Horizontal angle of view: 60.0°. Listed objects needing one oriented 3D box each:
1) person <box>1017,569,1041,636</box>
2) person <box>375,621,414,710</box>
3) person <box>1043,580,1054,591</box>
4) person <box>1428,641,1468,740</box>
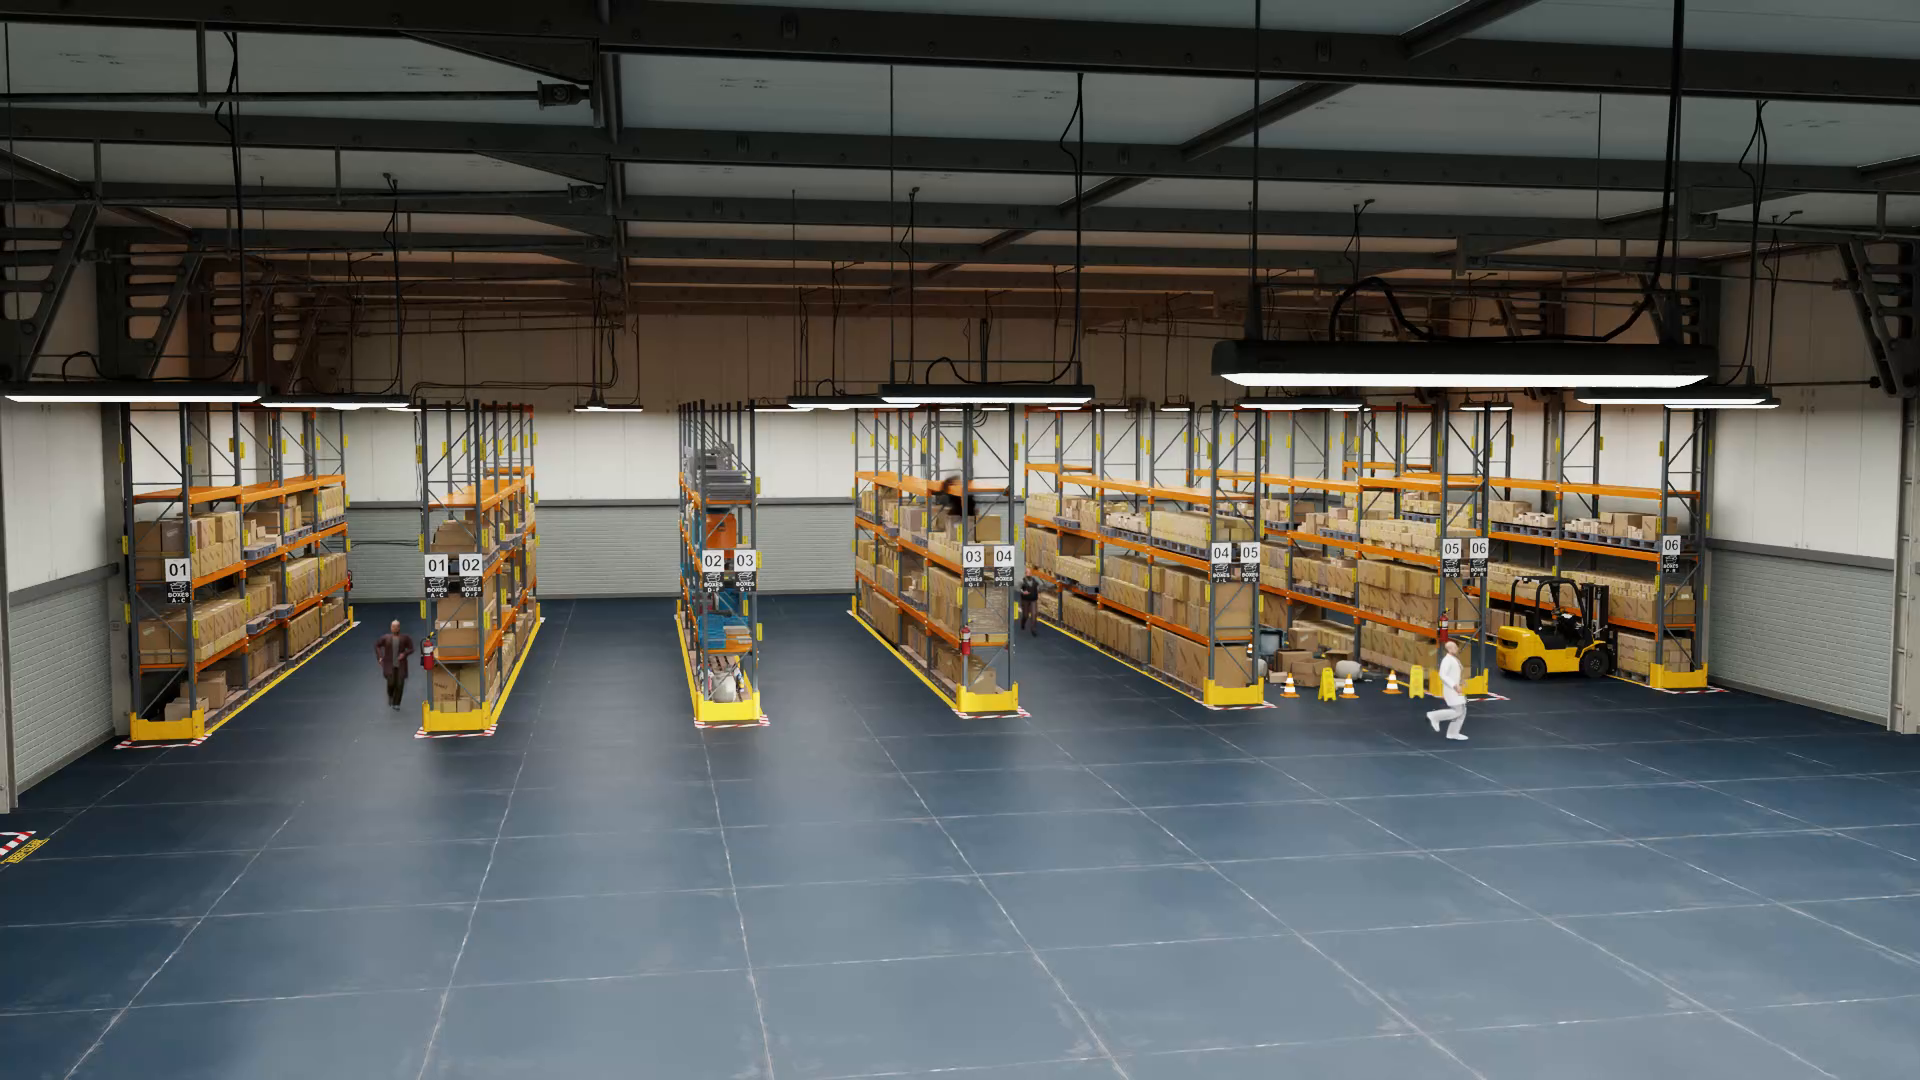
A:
[{"bbox_3d":[1.806,1.597,43.218,0.671,1.702,1.013,-1,4,-11],"label":"person"},{"bbox_3d":[-10.901,2.431,32.104,0.714,1.736,0.616,-2,5,-23],"label":"person"},{"bbox_3d":[2.782,1.210,50.149,0.440,1.469,0.756,2,5,27],"label":"person"},{"bbox_3d":[8.626,2.649,29.320,0.690,1.733,0.709,2,5,27],"label":"person"}]
